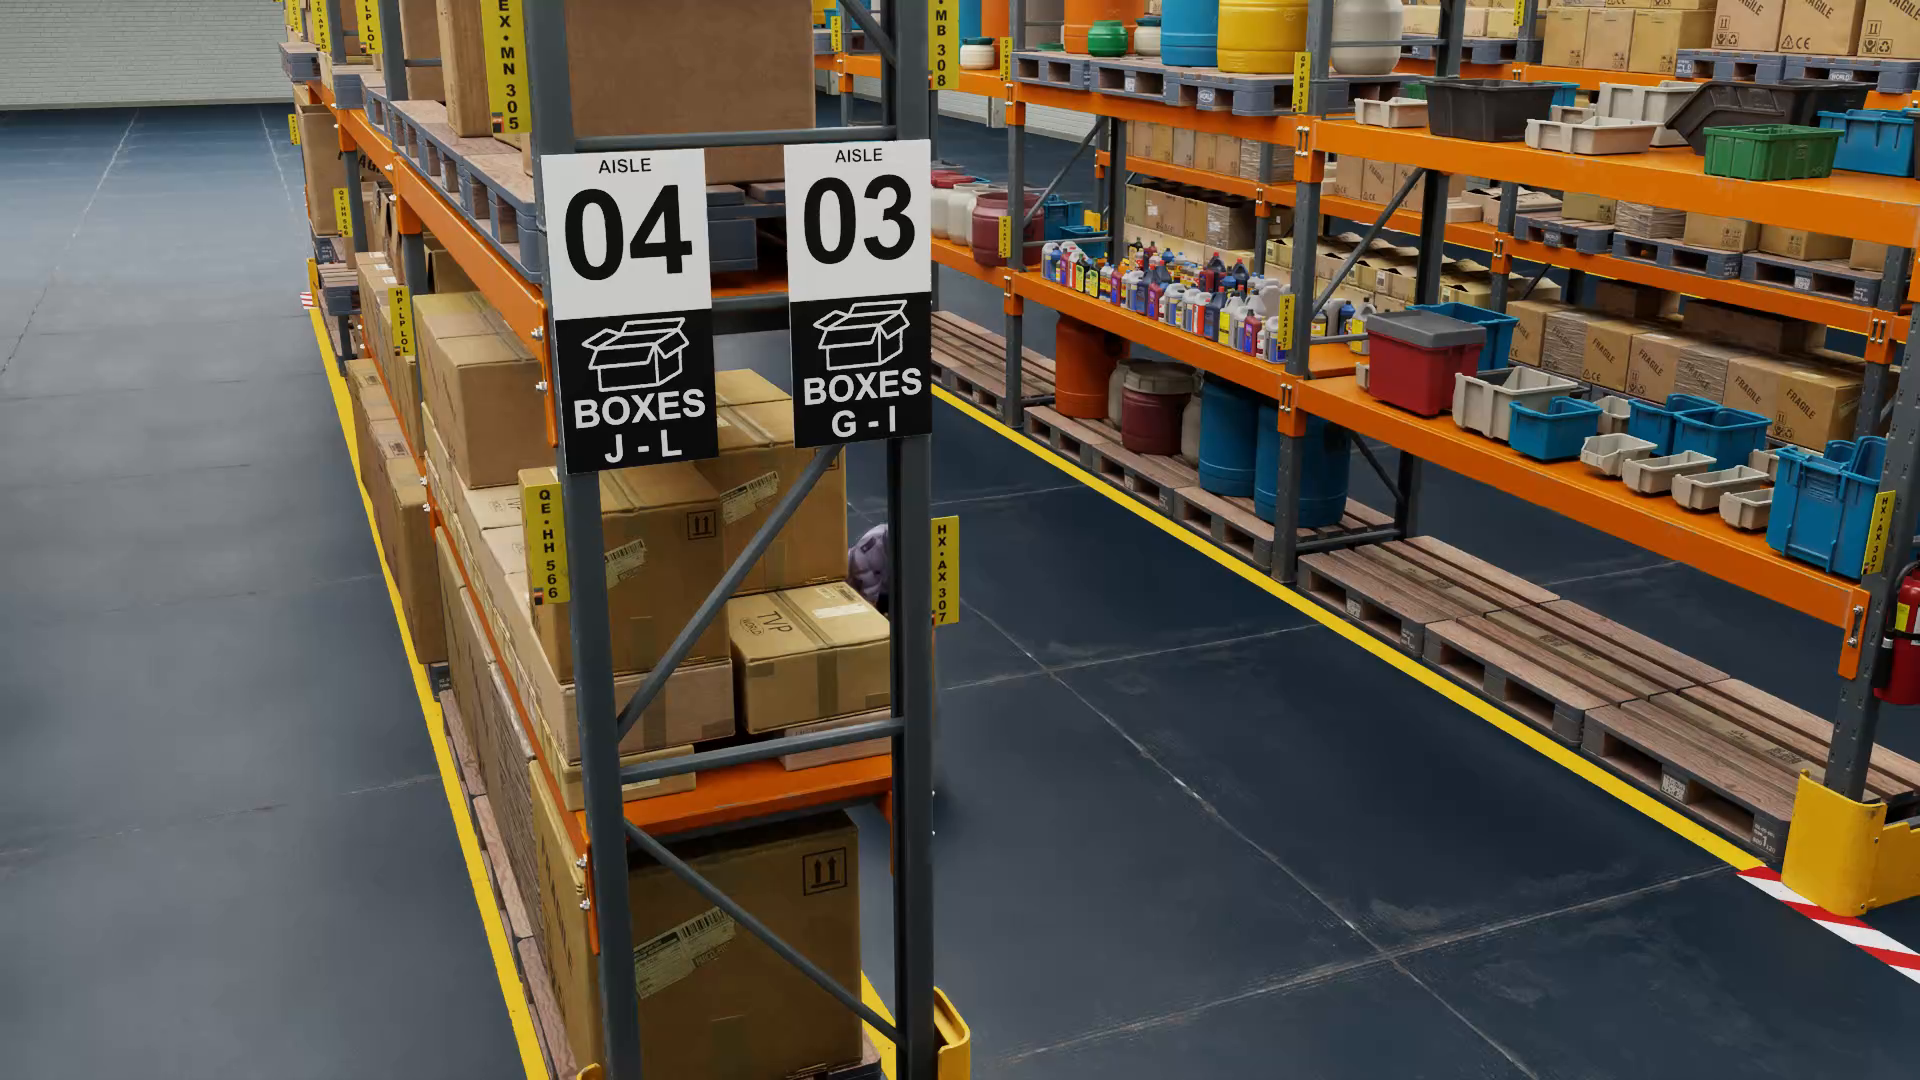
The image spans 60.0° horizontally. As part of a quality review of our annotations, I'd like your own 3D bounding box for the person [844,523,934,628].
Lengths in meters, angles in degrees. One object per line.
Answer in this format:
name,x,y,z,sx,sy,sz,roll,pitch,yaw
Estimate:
person,-0.346,0.433,7.769,0.439,1.368,0.783,-8,21,-23
